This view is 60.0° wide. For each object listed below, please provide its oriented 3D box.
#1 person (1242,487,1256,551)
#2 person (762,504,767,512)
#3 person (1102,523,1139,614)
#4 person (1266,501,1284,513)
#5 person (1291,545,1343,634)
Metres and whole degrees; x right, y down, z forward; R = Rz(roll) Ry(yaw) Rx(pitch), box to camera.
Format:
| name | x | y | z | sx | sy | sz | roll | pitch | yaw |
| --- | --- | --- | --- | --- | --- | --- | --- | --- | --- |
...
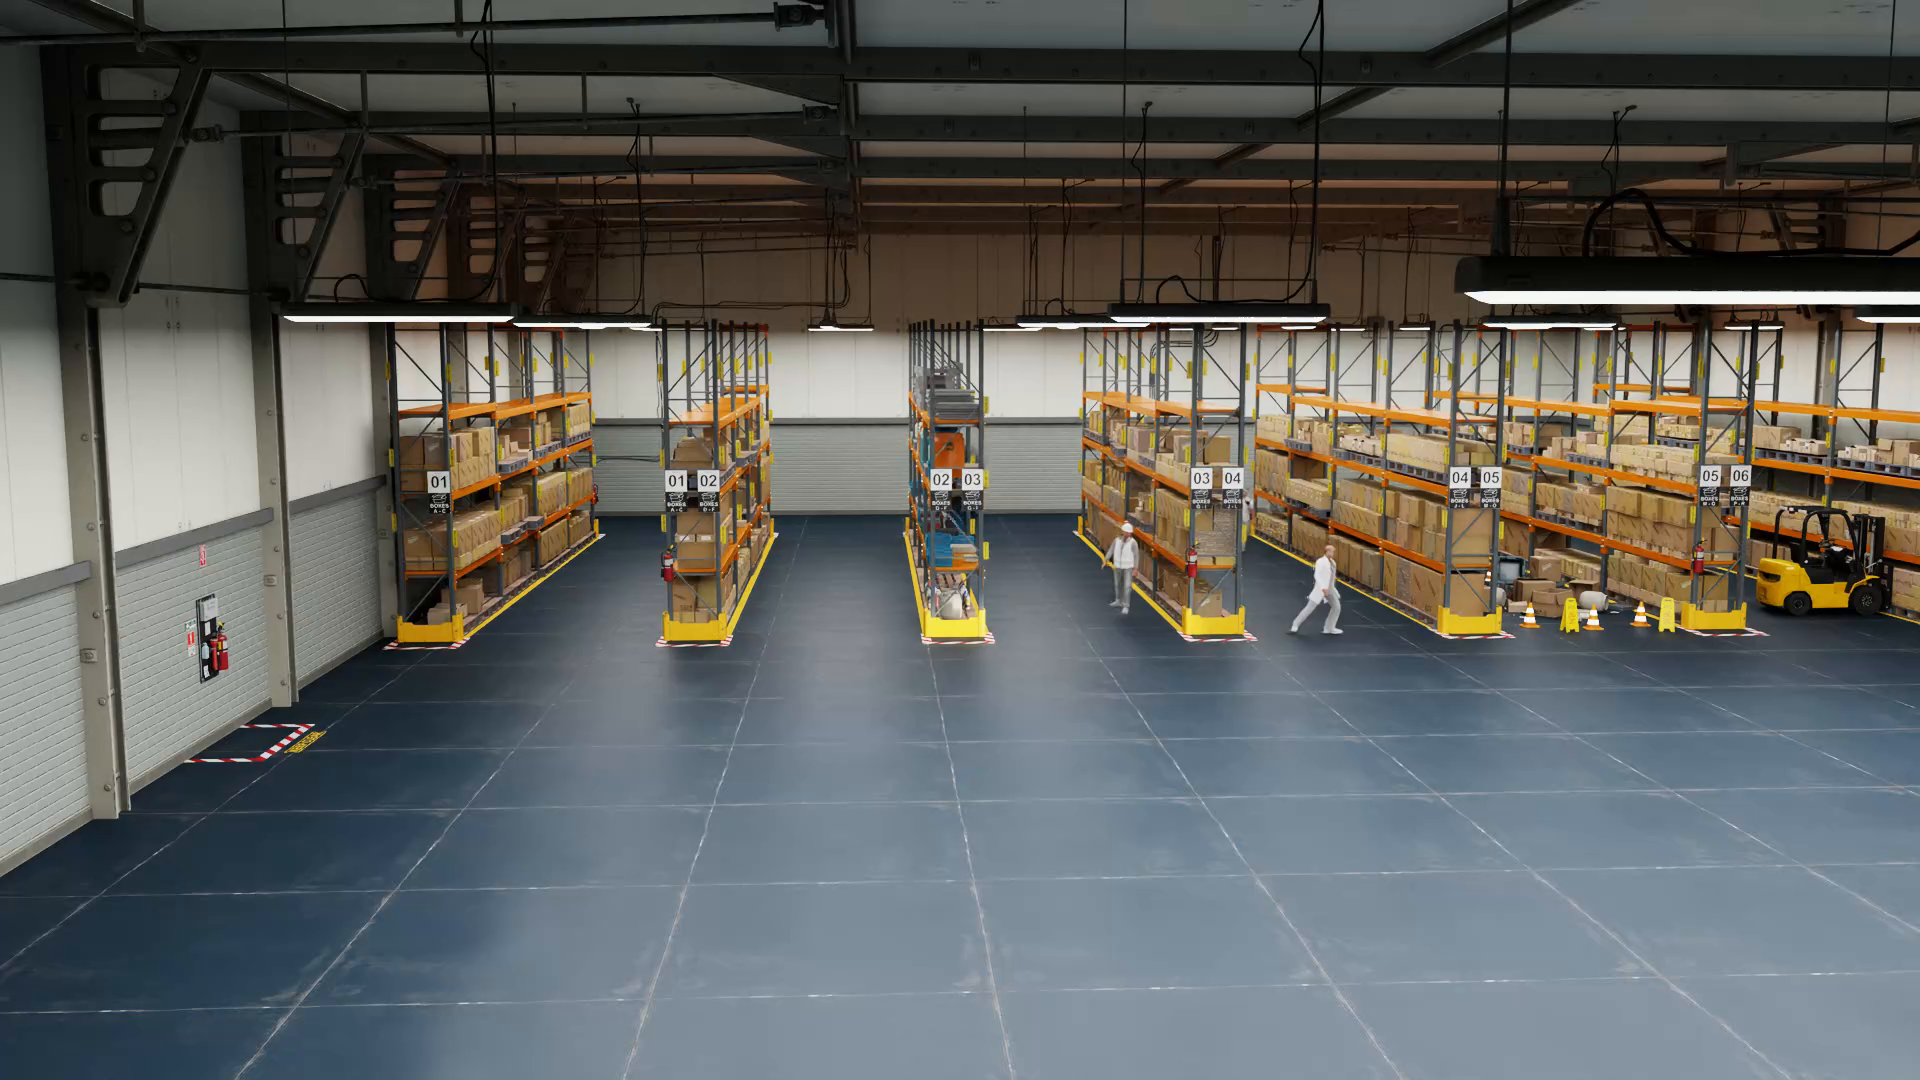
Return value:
| name | x | y | z | sx | sy | sz | roll | pitch | yaw |
| --- | --- | --- | --- | --- | --- | --- | --- | --- | --- |
| person | 7.447 | -0.569 | 44.046 | 0.778 | 1.705 | 0.631 | 2 | 7 | 12 |
| person | -5.982 | -1.135 | 48.815 | 0.885 | 1.687 | 0.598 | 3 | 8 | 25 |
| person | 3.185 | 0.535 | 33.020 | 0.744 | 1.761 | 0.767 | 4 | 8 | 29 |
| person | 9.511 | -1.288 | 50.088 | 0.733 | 1.698 | 0.566 | -3 | 8 | -24 |
| person | 6.817 | 0.947 | 31.824 | 0.908 | 1.708 | 0.777 | -5 | 9 | -38 |
